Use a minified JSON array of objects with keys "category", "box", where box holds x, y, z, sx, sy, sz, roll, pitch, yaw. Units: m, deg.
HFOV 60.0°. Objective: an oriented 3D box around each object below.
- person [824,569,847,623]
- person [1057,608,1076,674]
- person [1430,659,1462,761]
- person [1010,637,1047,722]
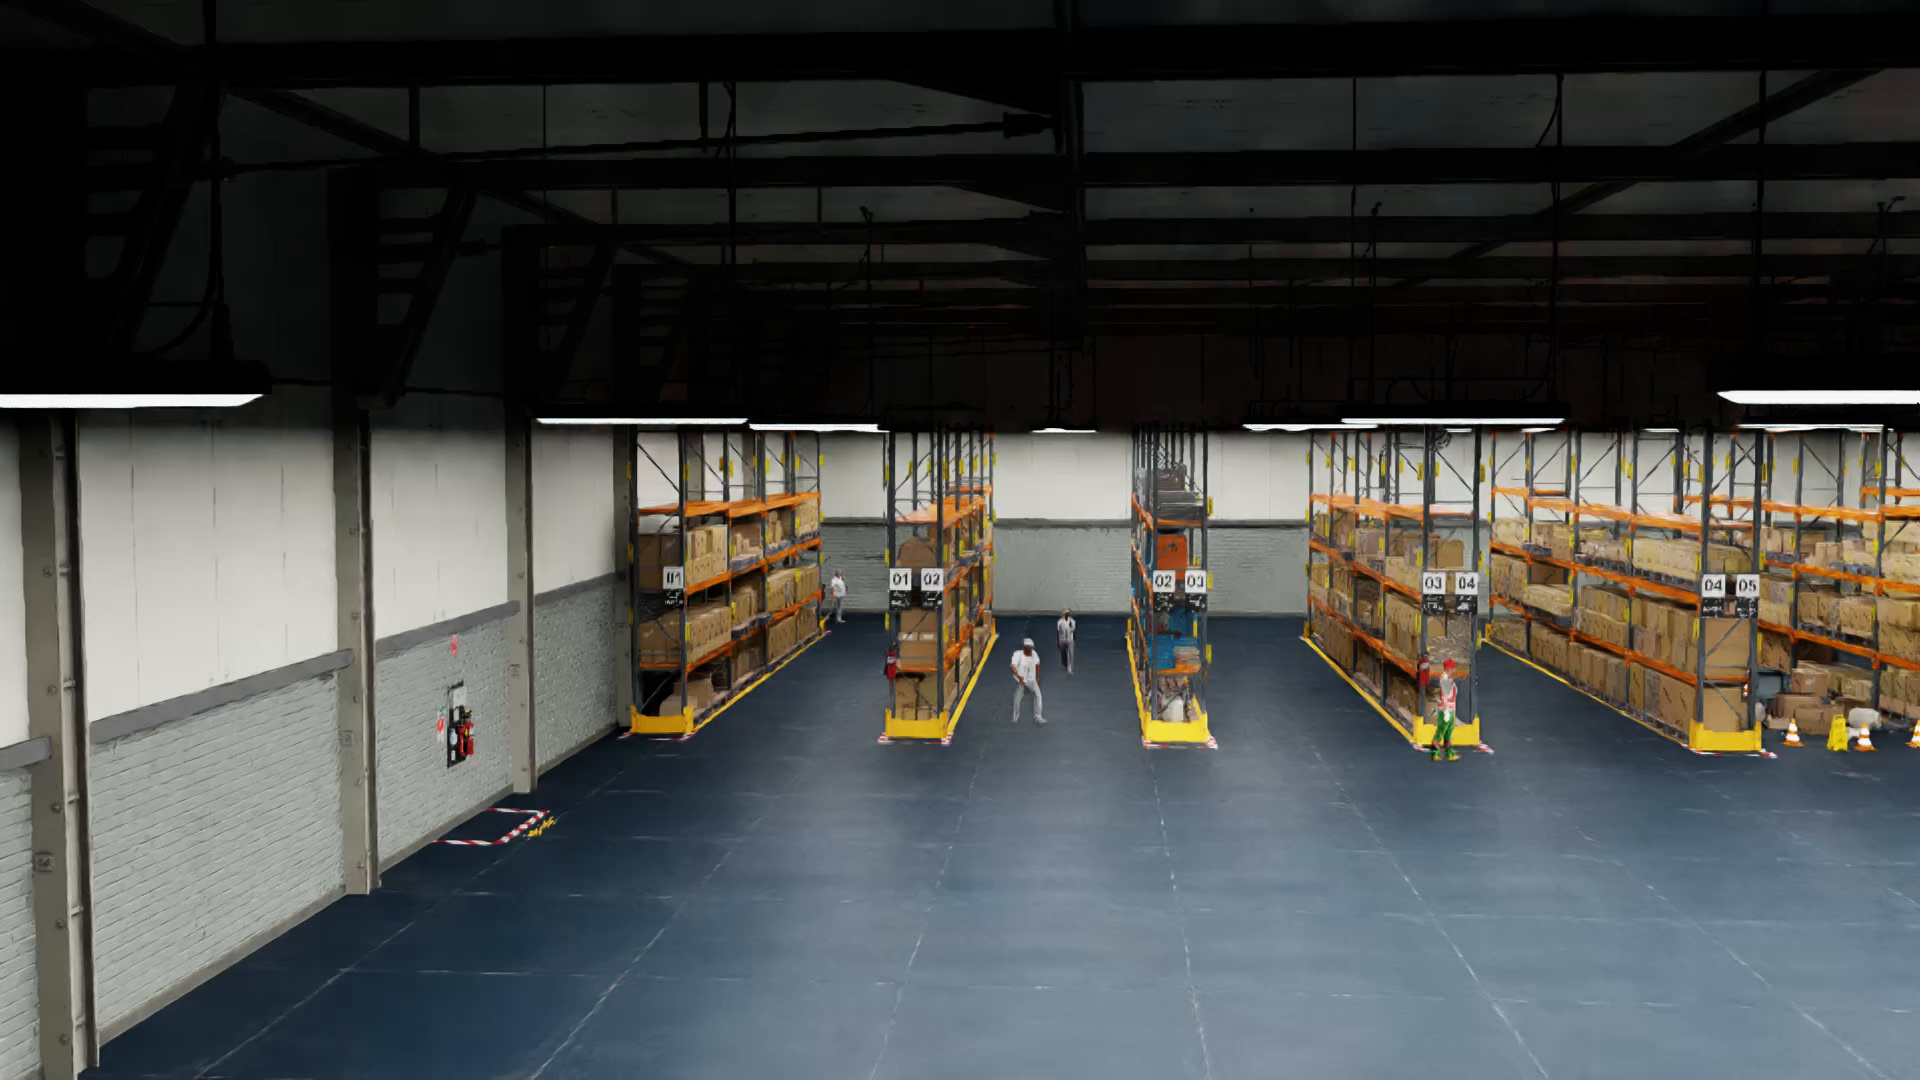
[{"category":"person","box":[-3.834,1.706,50.563,0.717,1.657,0.521,-3,5,-40]},{"category":"person","box":[2.541,2.393,39.825,0.456,1.587,1.088,0,4,6]},{"category":"person","box":[8.541,2.981,29.176,0.520,1.792,0.659,1,4,19]},{"category":"person","box":[1.312,2.774,33.019,0.700,1.708,0.761,-1,4,-17]}]
